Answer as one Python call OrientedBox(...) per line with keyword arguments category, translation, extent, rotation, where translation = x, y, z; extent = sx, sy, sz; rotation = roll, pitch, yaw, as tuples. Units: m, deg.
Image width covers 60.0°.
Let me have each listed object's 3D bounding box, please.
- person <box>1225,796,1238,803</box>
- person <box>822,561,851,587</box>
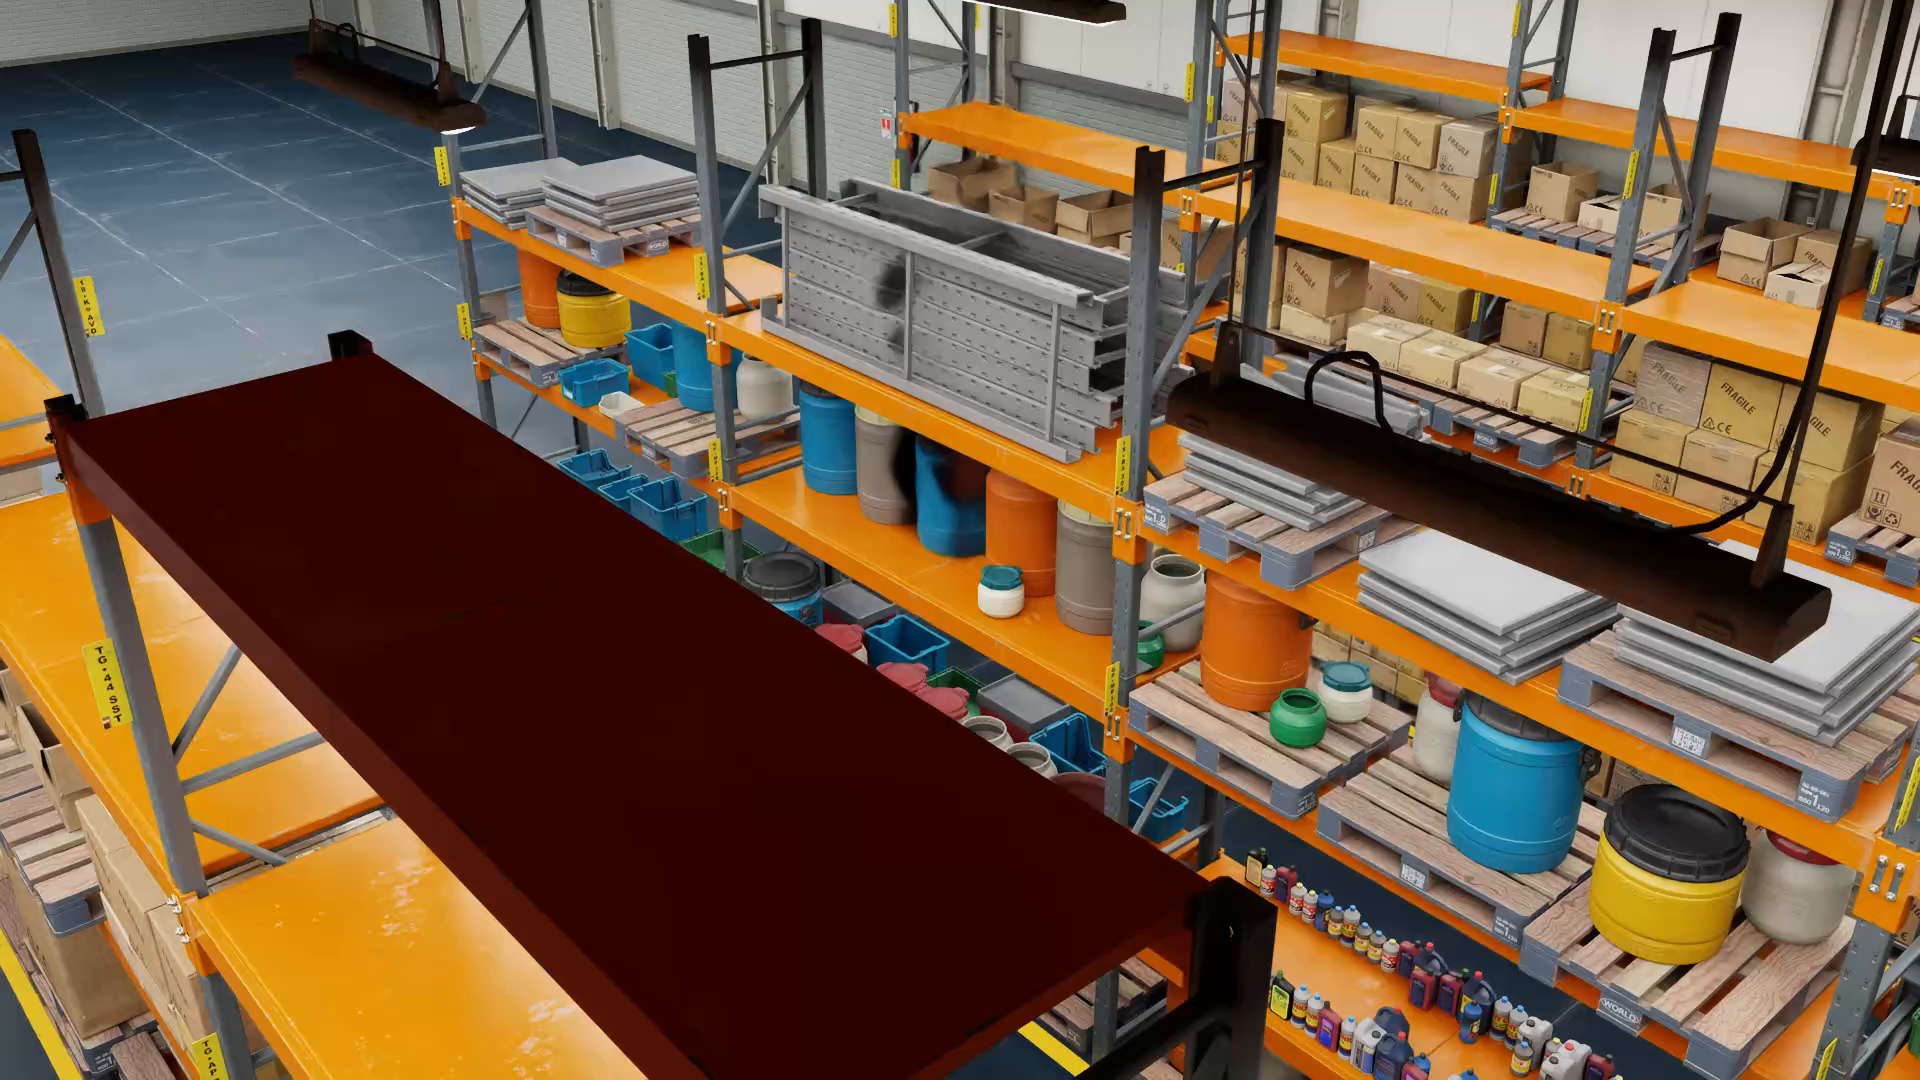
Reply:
OrientedBox(category="person", translation=(2.267, 1.338, 12.536), extent=(0.662, 1.604, 0.625), rotation=(17, 32, 30))
OrientedBox(category="person", translation=(-1.166, -0.243, 15.591), extent=(0.465, 1.682, 0.575), rotation=(23, 35, 37))
